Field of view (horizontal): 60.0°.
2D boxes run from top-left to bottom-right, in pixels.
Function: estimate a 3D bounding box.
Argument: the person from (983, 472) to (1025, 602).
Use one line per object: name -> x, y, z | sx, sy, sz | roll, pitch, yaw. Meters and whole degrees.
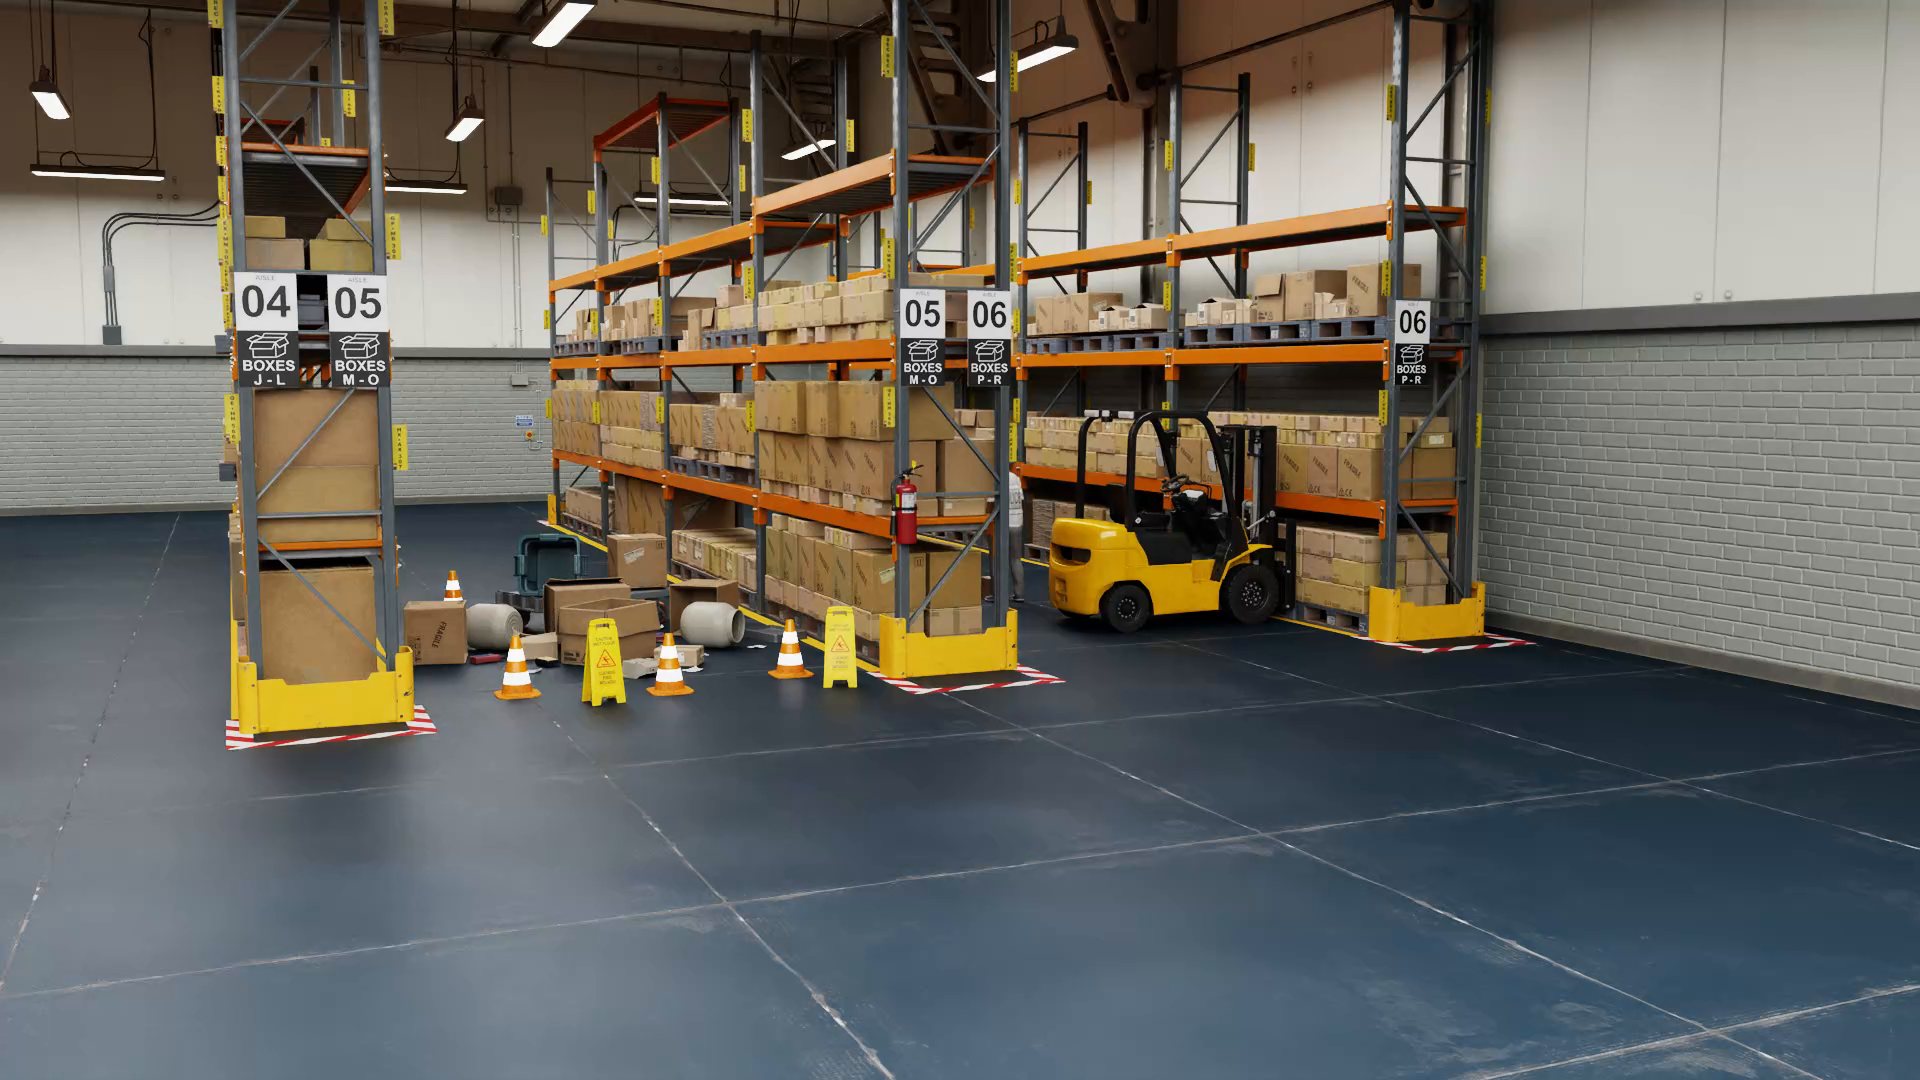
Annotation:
person -> 0.490, -0.137, 18.436 | 0.527, 1.658, 0.428 | -3, 6, -27
